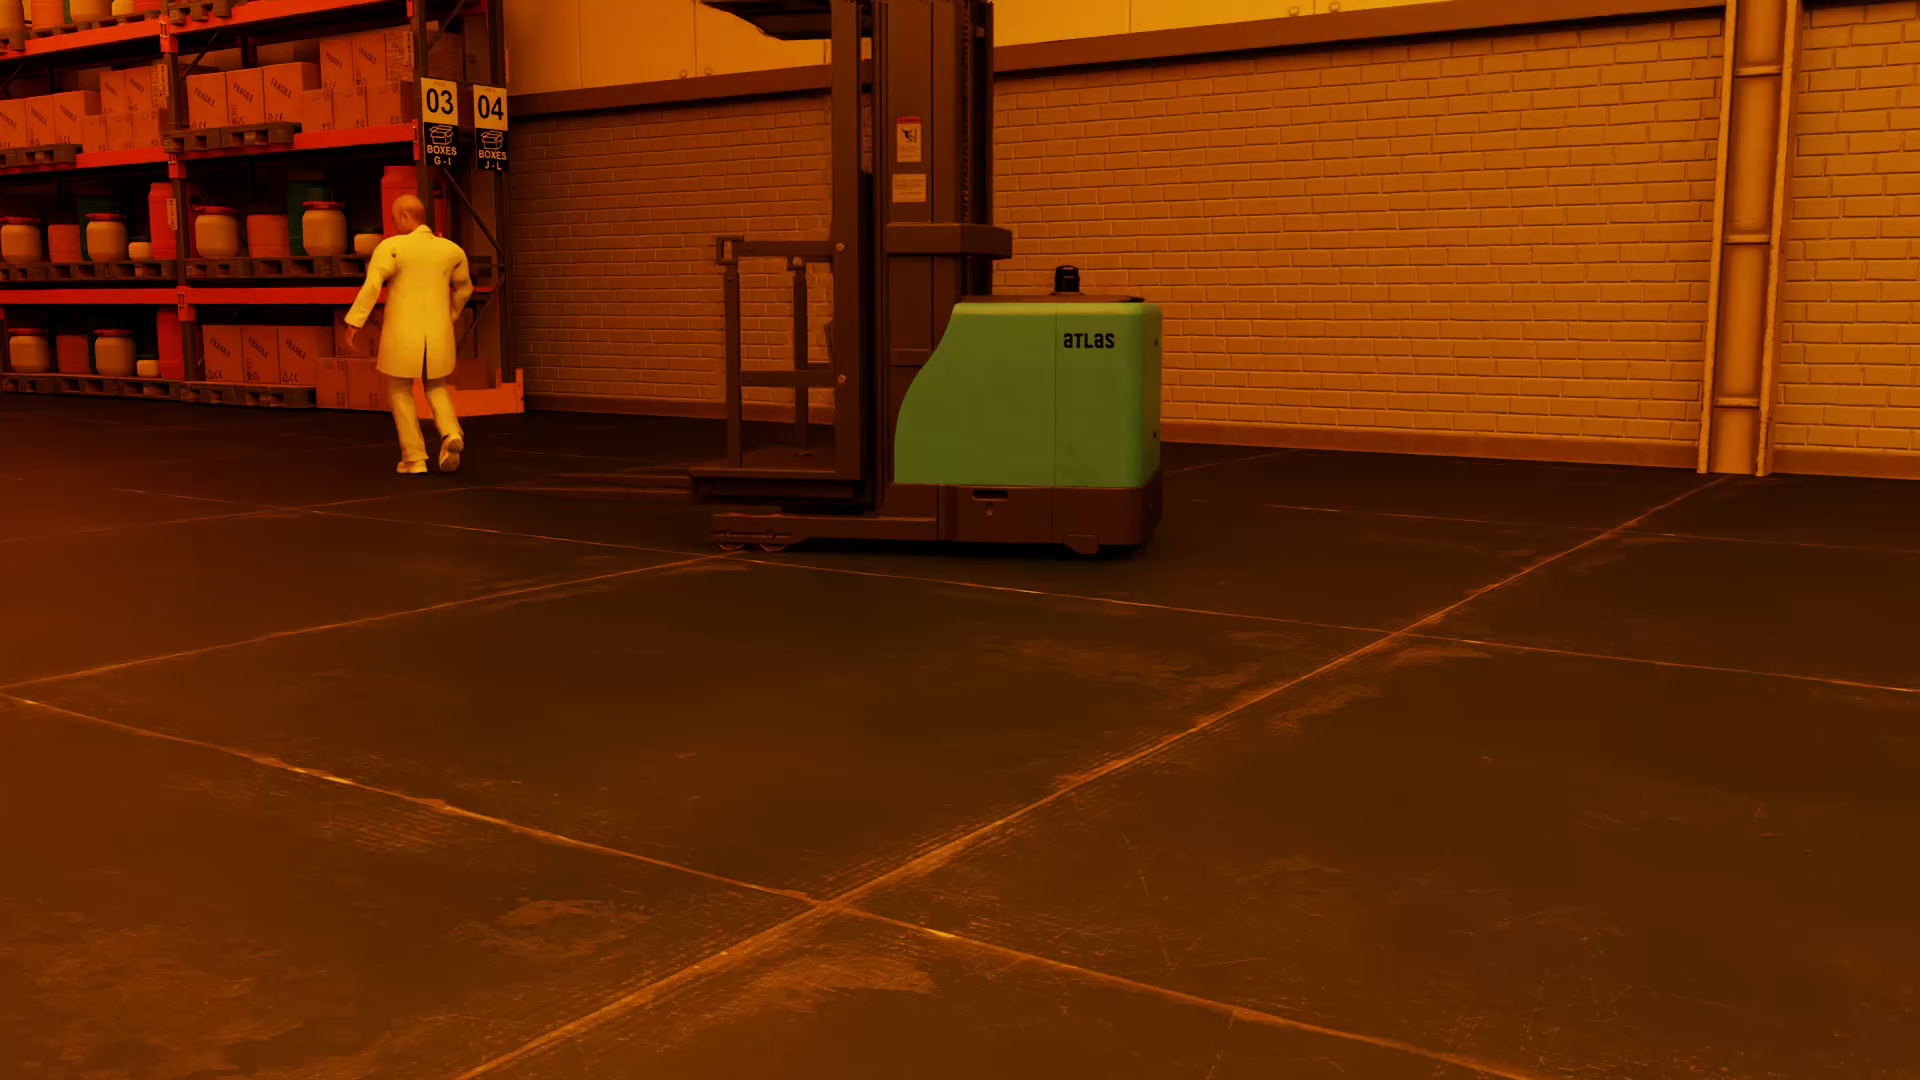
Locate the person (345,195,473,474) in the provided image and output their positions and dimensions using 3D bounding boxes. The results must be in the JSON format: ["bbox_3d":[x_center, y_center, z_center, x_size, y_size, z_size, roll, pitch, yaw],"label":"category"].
[{"bbox_3d":[-3.465,-1.281,10.468,0.829,1.749,0.524,-6,10,-35],"label":"person"}]

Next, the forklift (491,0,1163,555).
[{"bbox_3d":[-0.620,-1.469,7.525,3.031,2.935,1.130,2,8,12],"label":"forklift"}]
